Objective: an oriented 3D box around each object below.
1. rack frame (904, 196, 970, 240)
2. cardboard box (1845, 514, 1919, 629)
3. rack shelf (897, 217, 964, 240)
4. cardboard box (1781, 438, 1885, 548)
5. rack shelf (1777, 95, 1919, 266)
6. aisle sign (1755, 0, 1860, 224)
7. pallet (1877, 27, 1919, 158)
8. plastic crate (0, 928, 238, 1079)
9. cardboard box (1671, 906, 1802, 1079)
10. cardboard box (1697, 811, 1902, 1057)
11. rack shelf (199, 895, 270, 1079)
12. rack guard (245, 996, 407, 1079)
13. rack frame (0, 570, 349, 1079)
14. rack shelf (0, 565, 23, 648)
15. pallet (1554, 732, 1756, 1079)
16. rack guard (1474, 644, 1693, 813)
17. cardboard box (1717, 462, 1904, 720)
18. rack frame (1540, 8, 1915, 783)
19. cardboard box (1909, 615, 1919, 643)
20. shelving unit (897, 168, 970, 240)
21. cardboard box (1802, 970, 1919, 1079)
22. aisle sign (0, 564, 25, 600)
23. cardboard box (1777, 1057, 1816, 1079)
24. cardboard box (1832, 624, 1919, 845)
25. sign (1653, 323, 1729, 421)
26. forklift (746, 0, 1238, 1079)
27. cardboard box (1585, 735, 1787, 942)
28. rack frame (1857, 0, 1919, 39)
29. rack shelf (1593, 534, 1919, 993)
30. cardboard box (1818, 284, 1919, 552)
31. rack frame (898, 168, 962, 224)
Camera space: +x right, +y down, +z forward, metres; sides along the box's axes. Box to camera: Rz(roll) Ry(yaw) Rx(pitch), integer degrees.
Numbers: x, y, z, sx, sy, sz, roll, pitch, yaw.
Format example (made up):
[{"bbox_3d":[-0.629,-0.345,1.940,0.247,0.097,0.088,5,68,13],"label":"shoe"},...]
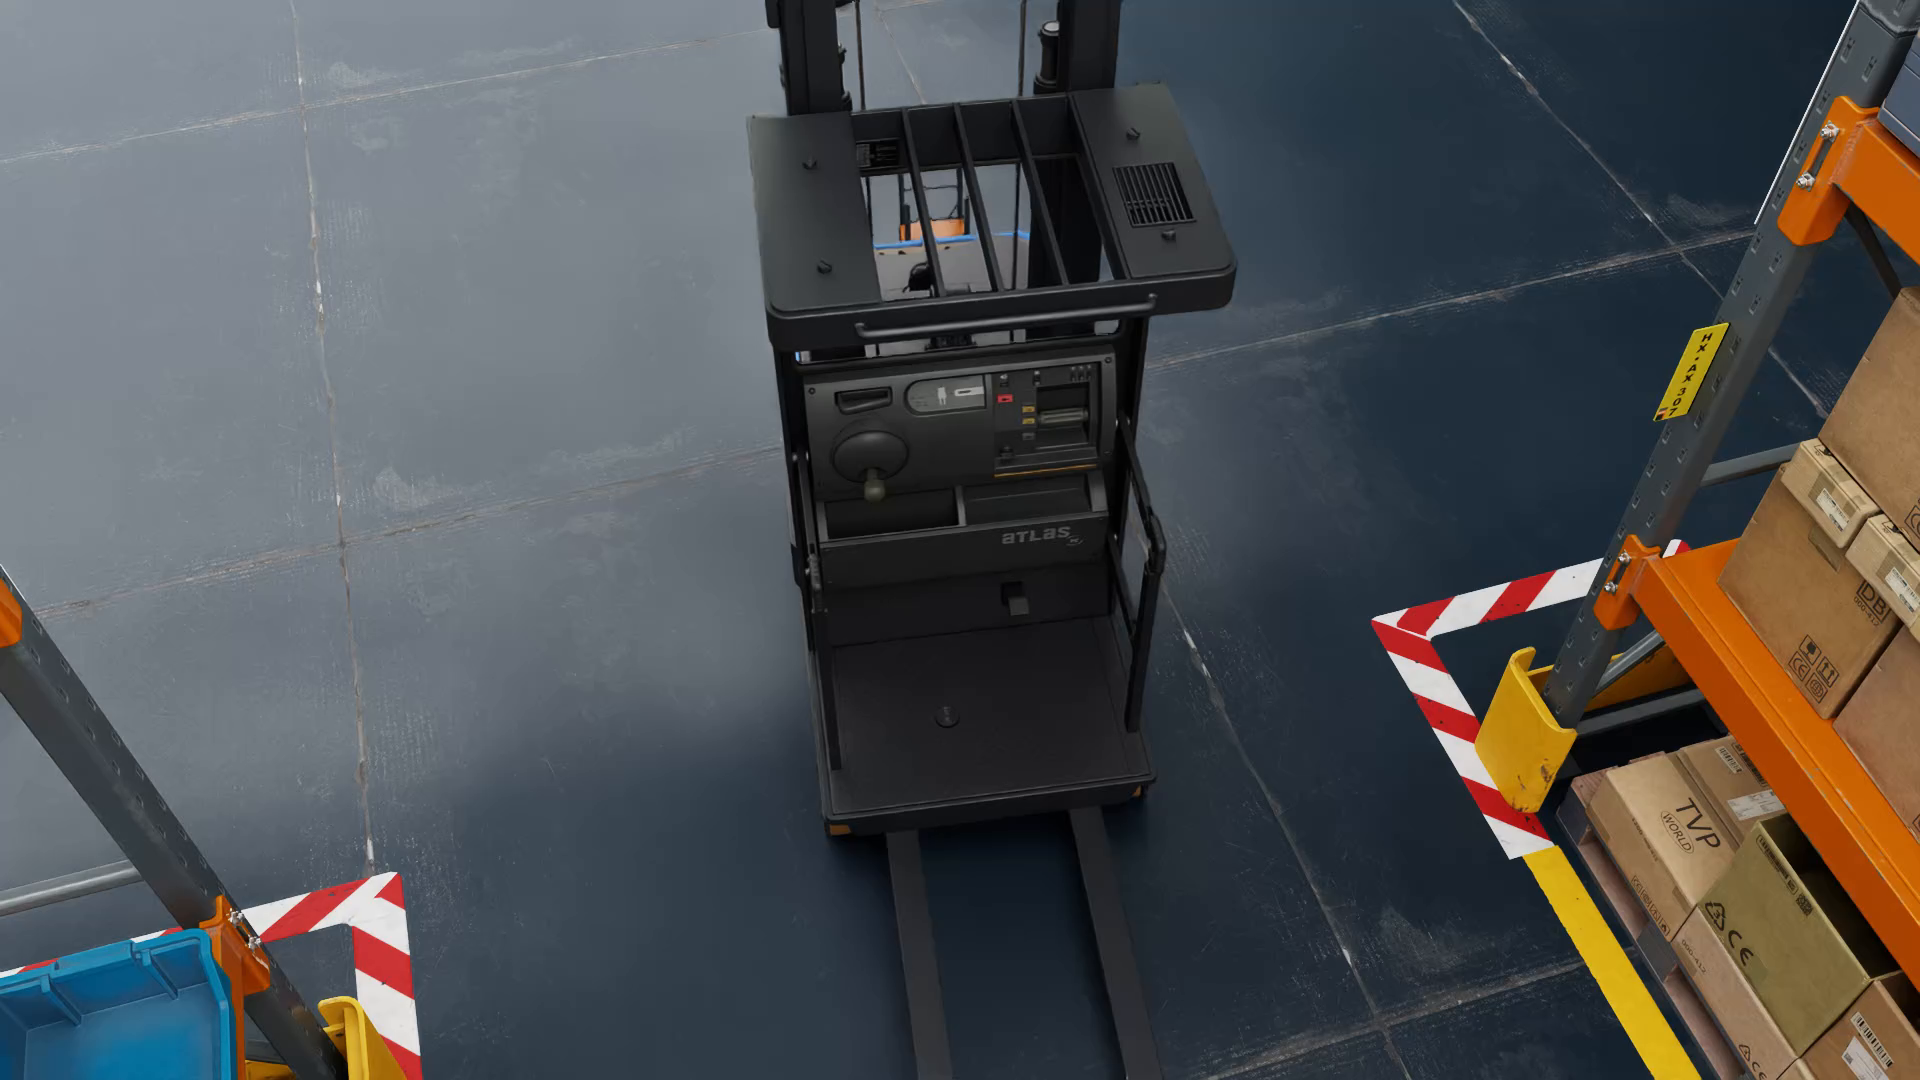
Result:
[{"bbox_3d":[-0.084,-0.843,6.466,0.240,1.200,0.006,-6,50,-5],"label":"rack frame"},{"bbox_3d":[2.422,0.036,4.058,0.380,0.149,0.250,-15,51,-12],"label":"cardboard box"},{"bbox_3d":[-0.097,-1.116,6.283,0.258,0.103,0.180,-6,50,-5],"label":"rack shelf"},{"bbox_3d":[2.342,-0.156,4.220,0.380,0.149,0.250,-14,51,-11],"label":"cardboard box"},{"bbox_3d":[3.023,0.476,2.685,1.077,0.370,4.000,-13,51,-11],"label":"rack shelf"},{"bbox_3d":[2.119,-1.067,3.777,0.394,0.787,0.004,-13,51,-11],"label":"aisle sign"},{"bbox_3d":[2.616,-0.666,3.235,1.003,0.211,1.213,-13,51,-11],"label":"pallet"},{"bbox_3d":[-1.868,1.213,3.652,0.499,0.251,0.616,-13,51,-11],"label":"plastic crate"},{"bbox_3d":[2.529,1.307,4.999,0.500,0.250,0.500,-13,51,-11],"label":"cardboard box"},{"bbox_3d":[2.527,1.066,4.712,0.500,0.500,0.500,-13,51,-11],"label":"cardboard box"},{"bbox_3d":[-1.710,2.560,2.890,1.077,0.370,4.000,-13,51,-11],"label":"rack shelf"},{"bbox_3d":[-2.234,1.718,4.764,1.175,0.500,0.348,-13,51,-11],"label":"rack guard"},{"bbox_3d":[-2.305,0.868,3.846,0.949,2.616,0.053,-13,51,-11],"label":"rack frame"},{"bbox_3d":[-1.710,1.593,1.743,1.077,0.370,4.000,-13,51,-11],"label":"rack shelf"},{"bbox_3d":[2.698,1.198,5.392,1.003,0.211,1.213,-13,51,-11],"label":"pallet"},{"bbox_3d":[2.424,0.538,5.759,1.175,0.500,0.348,-13,51,-11],"label":"rack guard"},{"bbox_3d":[2.557,0.062,4.460,0.700,0.500,0.500,-13,51,-11],"label":"cardboard box"},{"bbox_3d":[2.431,-0.250,4.788,1.000,3.000,0.127,-13,51,-11],"label":"rack frame"},{"bbox_3d":[2.495,0.219,3.904,0.380,0.149,0.250,-13,51,-11],"label":"cardboard box"},{"bbox_3d":[-0.097,-0.912,6.524,0.258,1.200,0.189,-6,50,-5],"label":"shelving unit"},{"bbox_3d":[2.687,1.428,4.407,0.500,0.500,0.500,-13,51,-11],"label":"cardboard box"},{"bbox_3d":[-2.039,-0.090,2.954,0.394,0.787,0.004,-13,51,-11],"label":"aisle sign"},{"bbox_3d":[2.676,1.673,4.691,0.500,0.250,0.500,-13,51,-11],"label":"cardboard box"},{"bbox_3d":[2.717,0.444,4.138,0.700,0.500,0.500,-12,51,-10],"label":"cardboard box"},{"bbox_3d":[1.899,-0.433,4.325,0.100,0.325,0.005,-13,51,-11],"label":"sign"},{"bbox_3d":[0.041,-0.238,4.823,1.130,2.935,3.031,-6,50,-5],"label":"forklift"},{"bbox_3d":[2.377,0.943,5.307,0.500,0.250,0.500,-13,51,-11],"label":"cardboard box"},{"bbox_3d":[2.431,-2.184,2.495,1.000,3.000,0.127,-13,51,-11],"label":"rack frame"},{"bbox_3d":[3.023,1.443,3.832,1.077,0.370,4.000,-13,51,-11],"label":"rack shelf"},{"bbox_3d":[2.573,-0.318,3.932,0.700,0.500,0.500,-13,51,-11],"label":"cardboard box"},{"bbox_3d":[-0.111,-0.981,6.582,0.240,1.200,0.006,-6,50,-5],"label":"rack frame"}]
